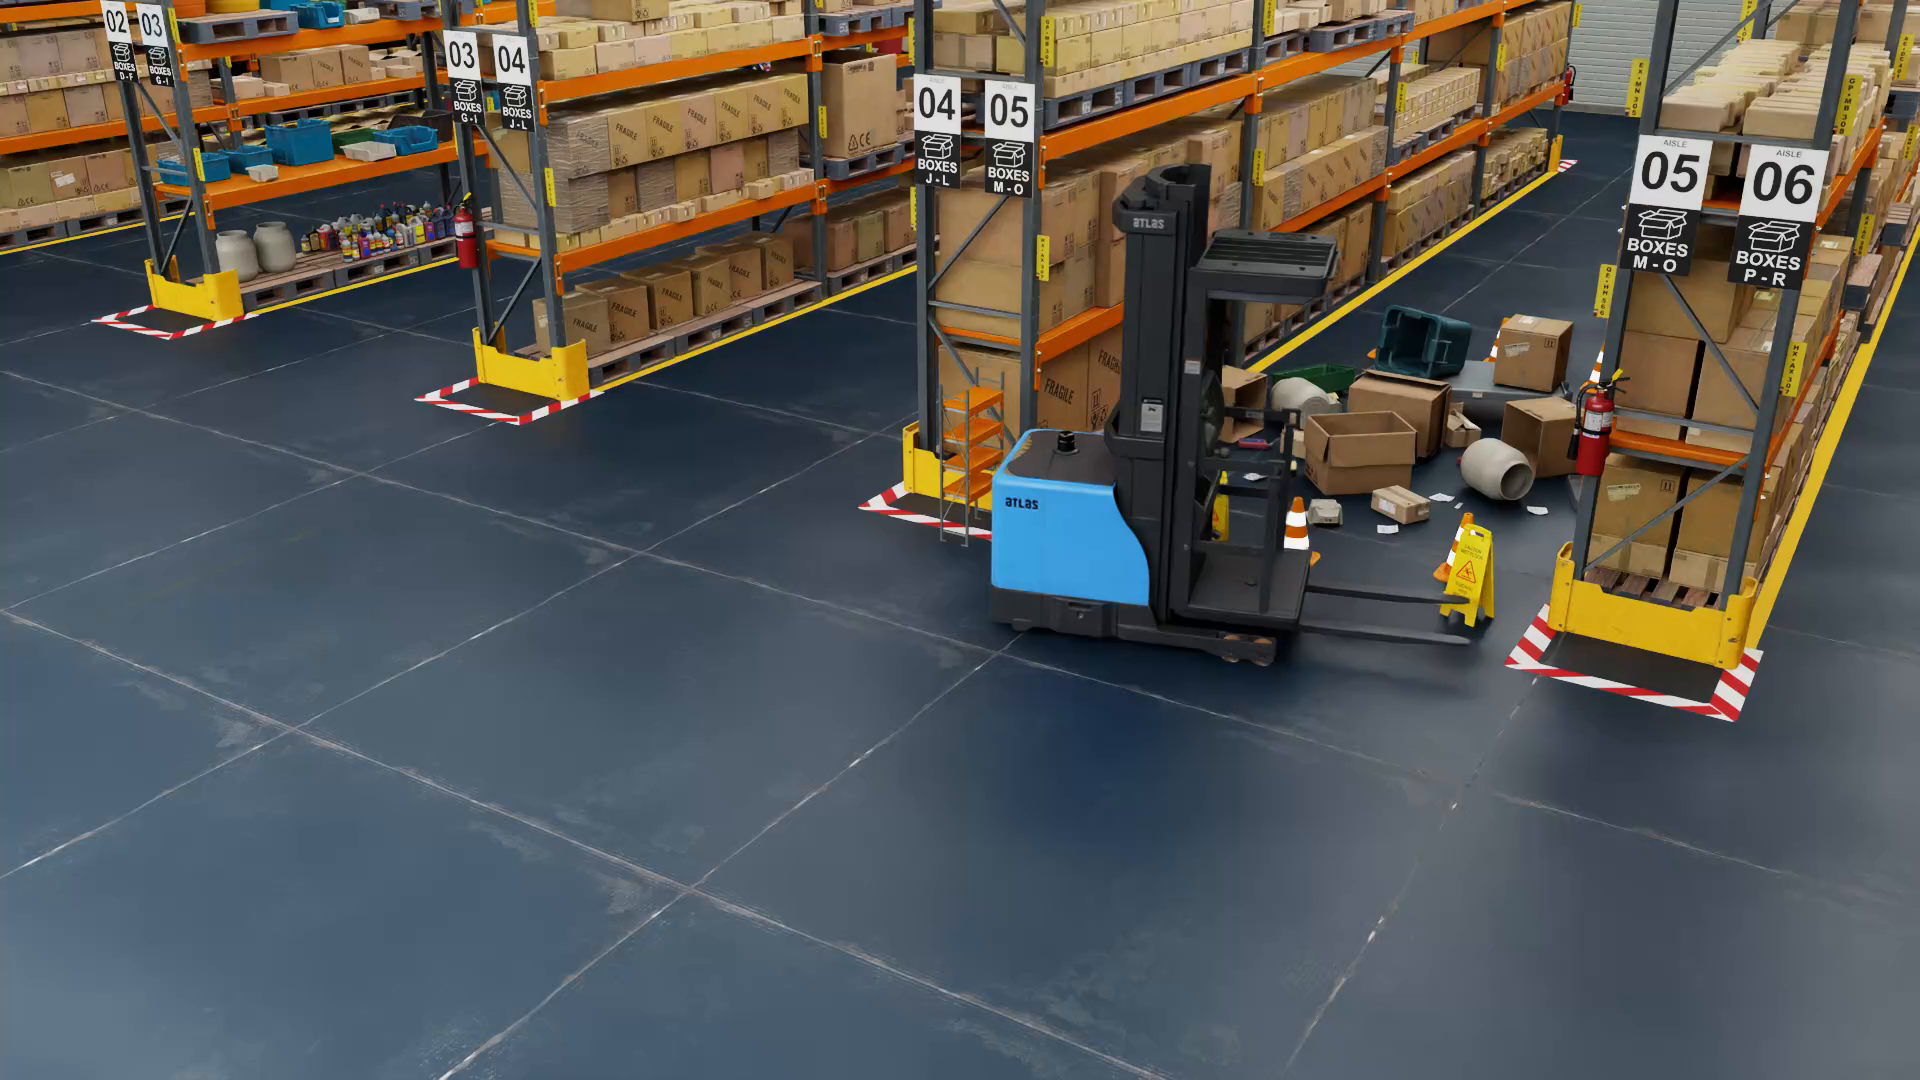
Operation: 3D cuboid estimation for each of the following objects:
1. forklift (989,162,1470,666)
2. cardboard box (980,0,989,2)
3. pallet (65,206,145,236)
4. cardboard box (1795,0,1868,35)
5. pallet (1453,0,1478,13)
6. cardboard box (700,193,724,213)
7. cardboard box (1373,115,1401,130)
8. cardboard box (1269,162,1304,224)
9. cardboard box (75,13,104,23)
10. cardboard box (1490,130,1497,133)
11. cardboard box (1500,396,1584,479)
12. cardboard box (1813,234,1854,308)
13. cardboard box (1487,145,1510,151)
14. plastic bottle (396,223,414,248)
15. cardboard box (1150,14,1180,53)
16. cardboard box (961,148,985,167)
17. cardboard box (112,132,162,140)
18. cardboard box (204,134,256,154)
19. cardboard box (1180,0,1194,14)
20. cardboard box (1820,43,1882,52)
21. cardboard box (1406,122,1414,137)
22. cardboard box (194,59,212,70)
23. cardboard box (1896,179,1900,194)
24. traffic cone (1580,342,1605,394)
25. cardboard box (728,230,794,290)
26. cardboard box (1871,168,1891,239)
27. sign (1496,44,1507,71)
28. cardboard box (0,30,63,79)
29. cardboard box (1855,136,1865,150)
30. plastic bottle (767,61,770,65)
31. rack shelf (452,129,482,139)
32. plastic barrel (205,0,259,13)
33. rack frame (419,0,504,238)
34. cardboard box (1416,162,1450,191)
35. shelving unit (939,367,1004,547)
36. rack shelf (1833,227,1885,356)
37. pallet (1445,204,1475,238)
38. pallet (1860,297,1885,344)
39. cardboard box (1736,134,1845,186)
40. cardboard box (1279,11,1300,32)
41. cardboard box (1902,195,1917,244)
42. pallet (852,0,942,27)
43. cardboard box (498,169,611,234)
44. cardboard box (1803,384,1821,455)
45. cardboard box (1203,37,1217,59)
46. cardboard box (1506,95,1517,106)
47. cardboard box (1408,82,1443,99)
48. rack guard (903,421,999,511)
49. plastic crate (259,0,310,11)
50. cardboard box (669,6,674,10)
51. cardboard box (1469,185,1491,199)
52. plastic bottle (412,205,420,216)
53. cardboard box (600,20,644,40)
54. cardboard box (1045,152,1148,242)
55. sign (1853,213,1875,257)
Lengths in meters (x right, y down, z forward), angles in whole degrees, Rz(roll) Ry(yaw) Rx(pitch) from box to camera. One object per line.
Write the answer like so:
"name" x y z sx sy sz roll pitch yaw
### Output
"forklift" 1.764 -0.791 10.388 3.031 2.935 1.130 6 24 14
"cardboard box" 0.146 -6.585 20.099 0.500 0.250 0.500 14 27 29
"pallet" -11.434 -4.264 21.834 1.003 0.211 1.213 14 27 29
"cardboard box" 7.214 -4.364 13.810 0.500 0.250 0.500 14 27 30
"pallet" 5.498 -6.520 19.995 1.213 0.211 1.003 14 27 29
"cardboard box" -2.589 -3.387 16.614 0.380 0.149 0.250 14 27 29
"cardboard box" 4.774 -4.751 18.862 0.380 0.149 0.250 15 28 31
"cardboard box" 3.010 -3.403 16.210 0.500 0.500 0.500 14 27 29
"cardboard box" -13.627 -8.082 26.463 0.700 0.500 0.500 18 29 36
"cardboard box" 7.719 -5.991 24.625 0.380 0.149 0.250 14 27 29
"cardboard box" 4.776 -0.840 13.558 0.500 0.500 0.500 -7 24 -17
"cardboard box" 6.474 -2.043 12.693 0.500 0.500 0.500 13 27 28
"cardboard box" 7.499 -5.443 23.359 0.380 0.149 0.250 13 26 27
"plastic bottle" -6.585 -3.624 19.720 0.152 0.276 0.135 14 27 30
"cardboard box" 1.399 -4.019 13.142 0.500 0.250 0.500 14 27 29
"cardboard box" 0.570 -4.936 22.021 1.225 0.875 0.875 12 26 27
"cardboard box" -11.104 -5.230 22.545 0.500 0.500 0.500 14 27 29
"cardboard box" -10.366 -5.602 23.641 0.500 0.311 0.500 14 27 29
"cardboard box" 1.650 -4.316 13.326 0.380 0.149 0.250 13 27 28
"cardboard box" 6.516 -3.537 12.182 0.380 0.149 0.250 14 27 30
"cardboard box" 5.040 -4.784 19.312 0.380 0.149 0.250 15 28 32
"cardboard box" -10.297 -6.424 22.370 0.380 0.149 0.250 14 27 29
"cardboard box" 9.335 -3.633 17.056 0.500 0.250 0.500 13 27 27
"traffic cone" 5.962 -1.610 15.388 0.336 0.463 0.334 14 27 29
"cardboard box" -2.167 -3.058 18.157 0.500 0.500 0.500 13 27 27
"cardboard box" 7.524 -2.869 14.073 0.500 0.500 0.500 14 27 29
"sign" 6.932 -6.182 21.298 0.100 0.325 0.005 14 27 29
"cardboard box" -11.623 -6.030 20.644 0.700 0.500 0.500 14 27 29
"cardboard box" 6.035 -2.809 11.504 0.380 0.149 0.250 15 27 30
"plastic bottle" -2.785 -7.017 24.839 0.152 0.276 0.135 14 27 29
"rack shelf" -5.075 -5.522 22.136 1.077 0.370 4.000 14 27 29
"plastic barrel" -7.746 -5.894 17.549 0.600 0.588 0.600 0 23 0
"rack frame" -6.130 -5.177 20.434 1.000 3.000 0.127 14 27 29
"cardboard box" 5.731 -4.499 20.541 0.500 0.250 0.500 13 26 27
"shelving unit" 0.087 -0.606 12.141 0.258 1.200 0.503 14 27 29
"rack shelf" 7.552 -2.408 14.941 1.077 0.370 4.000 14 27 29
"pallet" 6.049 -4.223 21.740 1.003 0.211 1.213 14 27 29
"pallet" 9.087 -2.383 17.490 1.003 0.211 1.213 14 27 29
"cardboard box" 4.879 -2.271 9.758 0.500 0.250 0.500 13 27 28
"cardboard box" 2.997 -4.864 15.596 0.250 0.149 0.380 14 27 29
"cardboard box" 11.140 -3.969 20.339 0.875 0.438 0.875 13 27 28
"pallet" -0.961 -5.967 18.718 1.213 0.211 1.003 14 27 29
"cardboard box" -3.718 -3.152 15.254 0.875 0.500 0.500 14 27 29
"cardboard box" 6.146 -0.910 12.564 0.500 0.500 0.500 14 27 30
"cardboard box" 1.915 -4.117 13.870 0.380 0.149 0.250 14 27 29
"cardboard box" 7.392 -6.043 22.751 0.380 0.149 0.250 14 27 30
"cardboard box" 5.584 -5.409 20.008 0.380 0.149 0.250 13 27 28
"rack guard" 0.116 -0.561 12.916 1.175 0.500 0.348 14 27 29
"plastic crate" -7.490 -5.903 18.355 0.392 0.384 0.575 14 27 29
"cardboard box" -3.011 -5.137 16.252 0.380 0.149 0.250 13 27 28
"cardboard box" 6.924 -4.706 22.405 0.380 0.149 0.250 13 26 27
"plastic bottle" -6.727 -3.980 20.534 0.061 0.283 0.133 14 27 29
"cardboard box" -3.107 -4.661 15.152 0.380 0.149 0.250 14 27 29
"cardboard box" 0.980 -2.763 13.308 0.875 0.550 0.550 14 27 29
"sign" 6.962 -2.349 12.810 0.100 0.325 0.005 14 27 29
